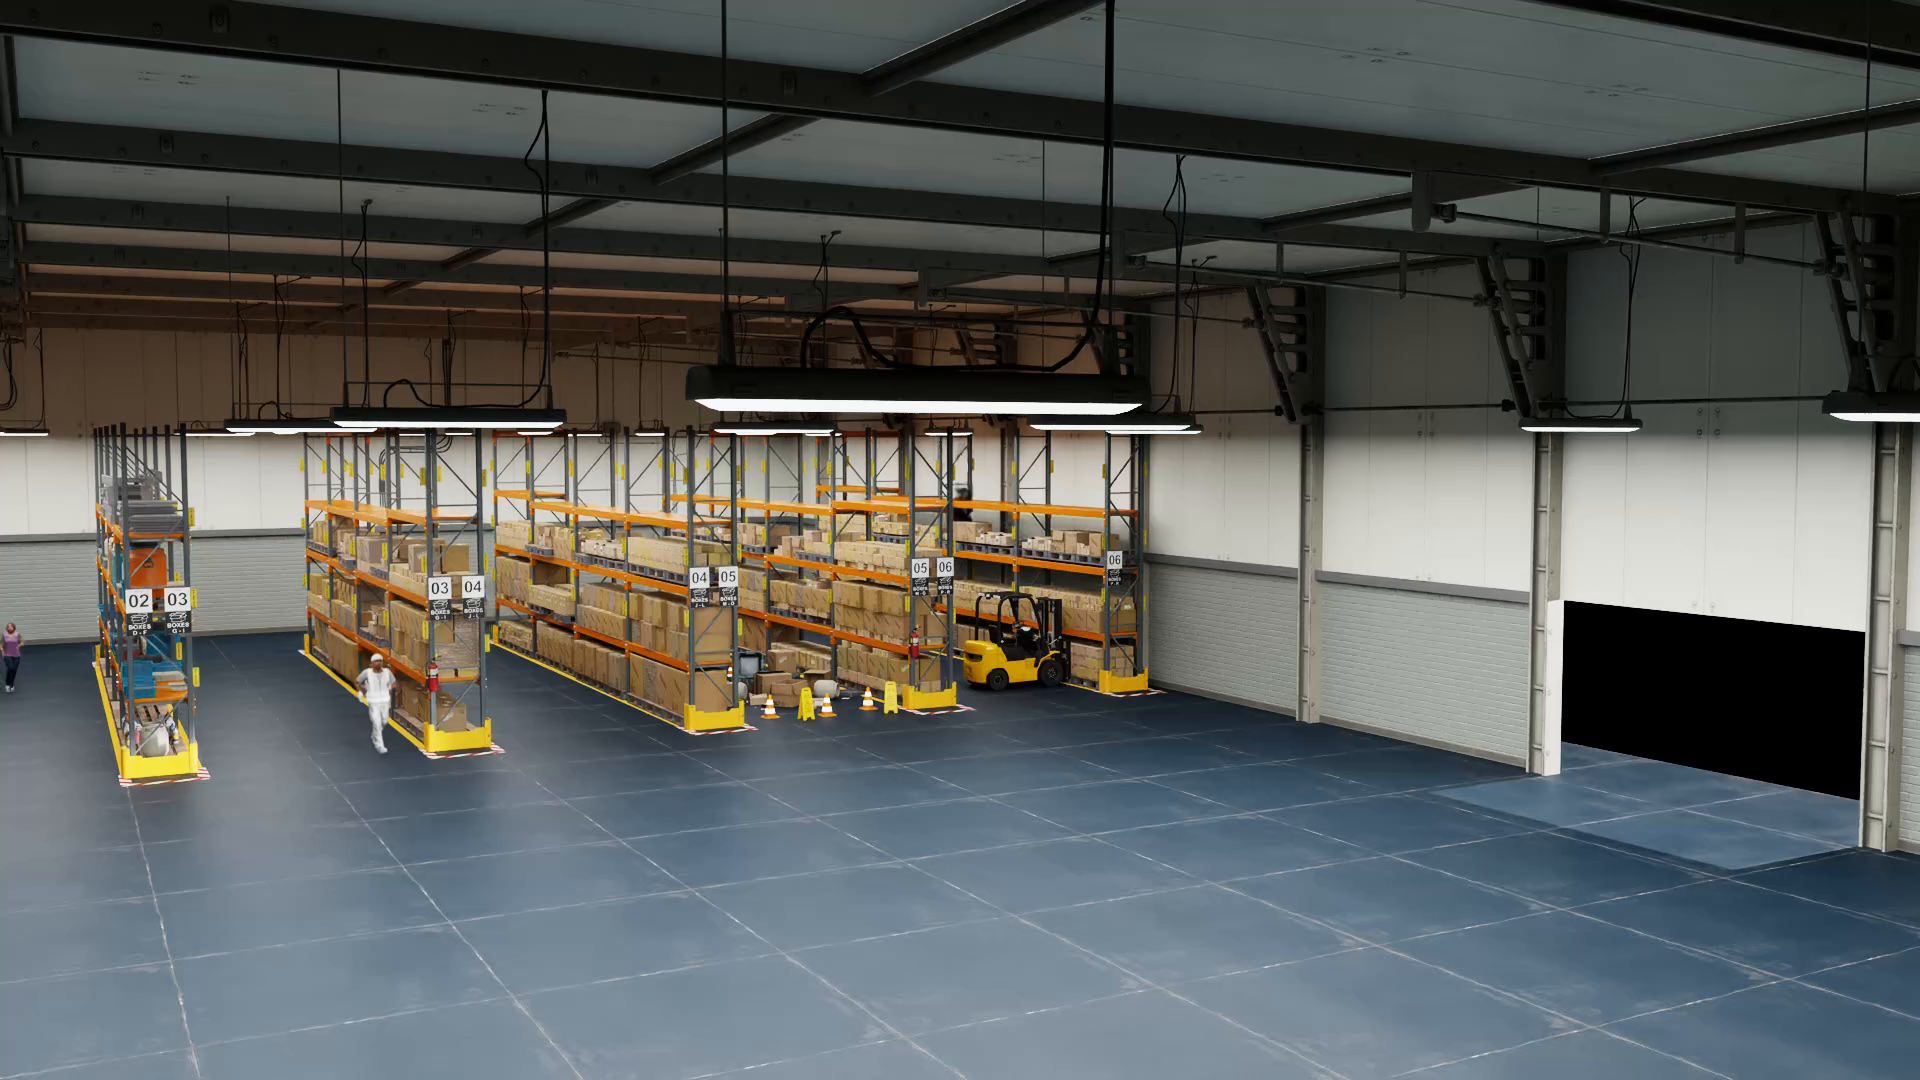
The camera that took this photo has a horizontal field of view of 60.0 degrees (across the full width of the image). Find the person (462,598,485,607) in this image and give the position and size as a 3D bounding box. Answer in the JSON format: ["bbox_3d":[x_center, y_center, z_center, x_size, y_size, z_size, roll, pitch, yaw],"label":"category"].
[{"bbox_3d":[-13.843,2.056,47.172,0.606,1.652,0.647,1,4,20],"label":"person"}]

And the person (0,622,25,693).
[{"bbox_3d":[-21.453,2.654,37.637,0.510,1.598,0.653,-3,4,-38],"label":"person"}]

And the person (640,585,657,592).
[{"bbox_3d":[-9.493,1.847,50.470,0.830,1.609,0.575,-3,4,-36],"label":"person"}]

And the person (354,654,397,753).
[{"bbox_3d":[-10.639,2.955,30.395,0.690,1.759,1.005,-3,4,-40],"label":"person"}]
